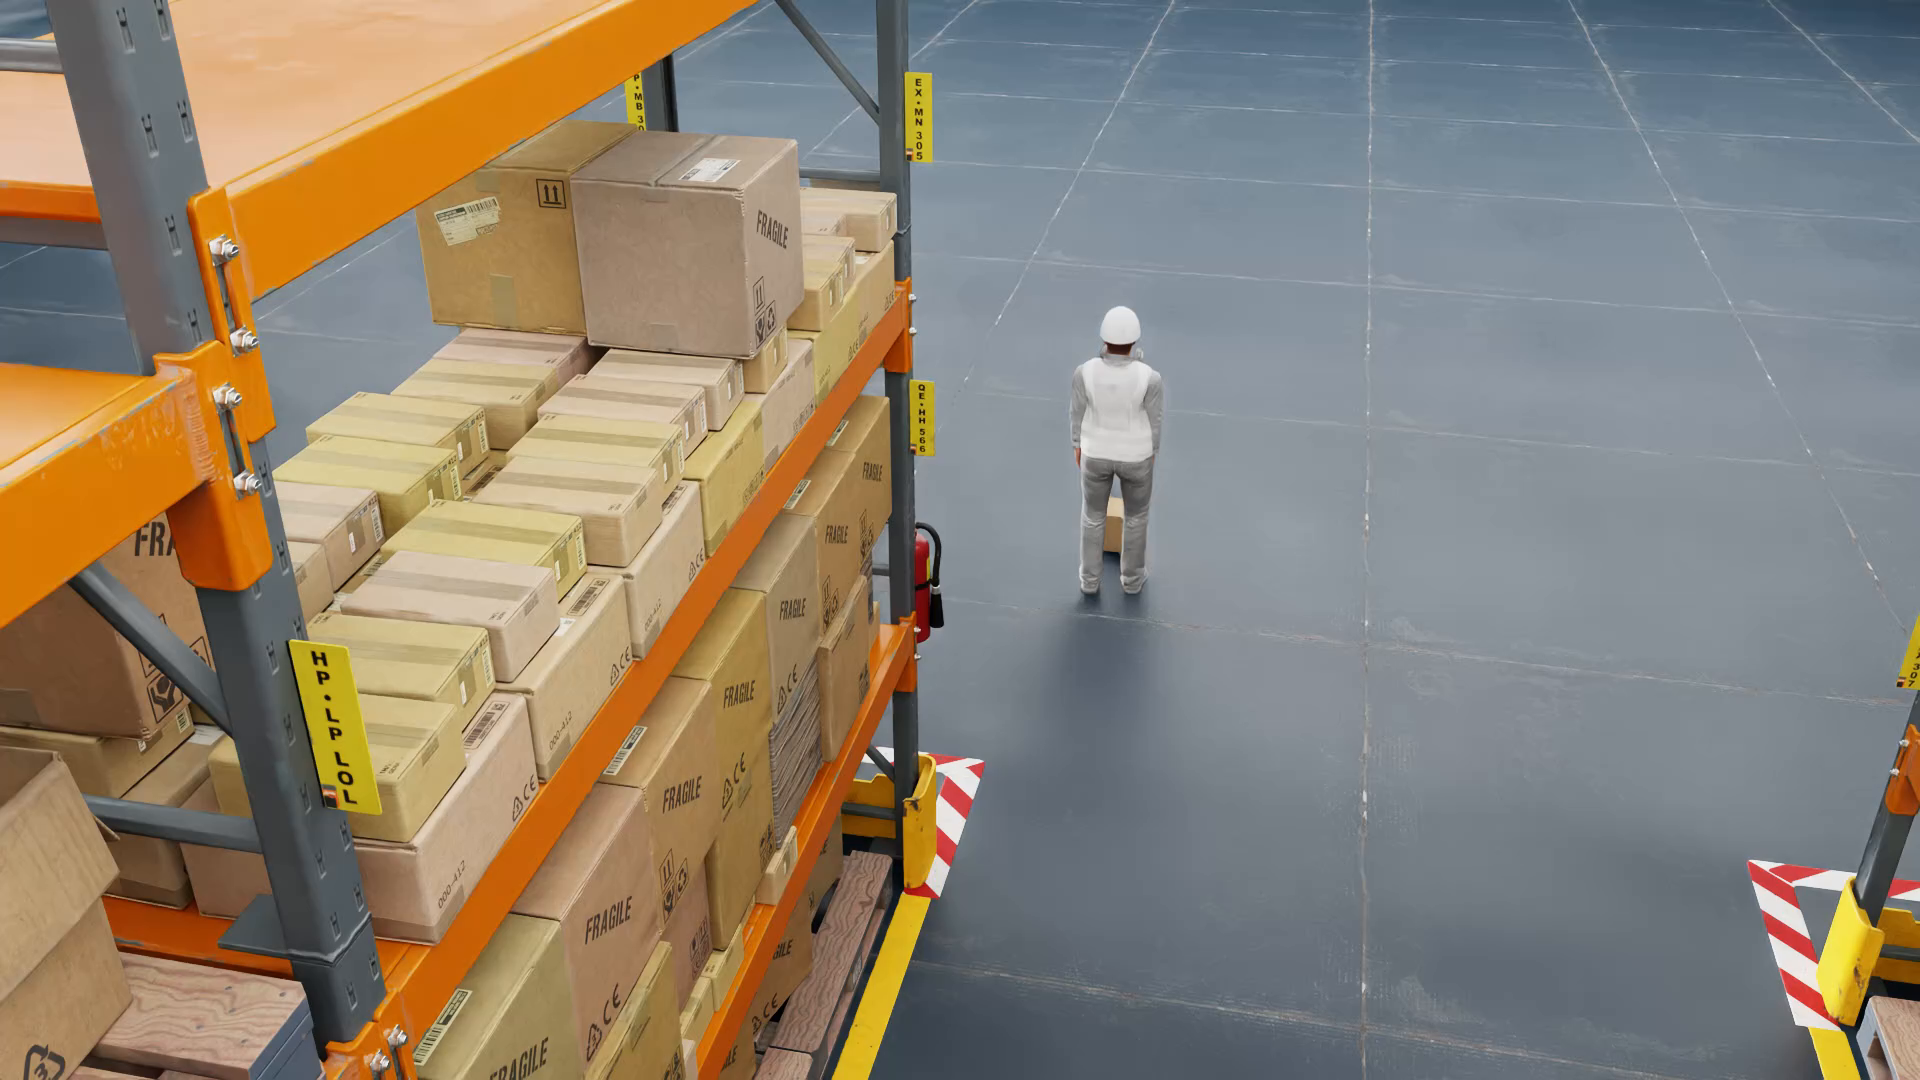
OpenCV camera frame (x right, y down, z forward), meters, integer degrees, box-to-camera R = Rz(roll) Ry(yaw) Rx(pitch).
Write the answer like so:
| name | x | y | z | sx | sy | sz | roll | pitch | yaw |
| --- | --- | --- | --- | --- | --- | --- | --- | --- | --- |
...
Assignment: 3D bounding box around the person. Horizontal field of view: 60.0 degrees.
| name | x | y | z | sx | sy | sz | roll | pitch | yaw |
| --- | --- | --- | --- | --- | --- | --- | --- | --- | --- |
| person | 0.888 | -0.513 | 9.546 | 0.532 | 1.765 | 0.375 | 7 | 29 | 12 |
